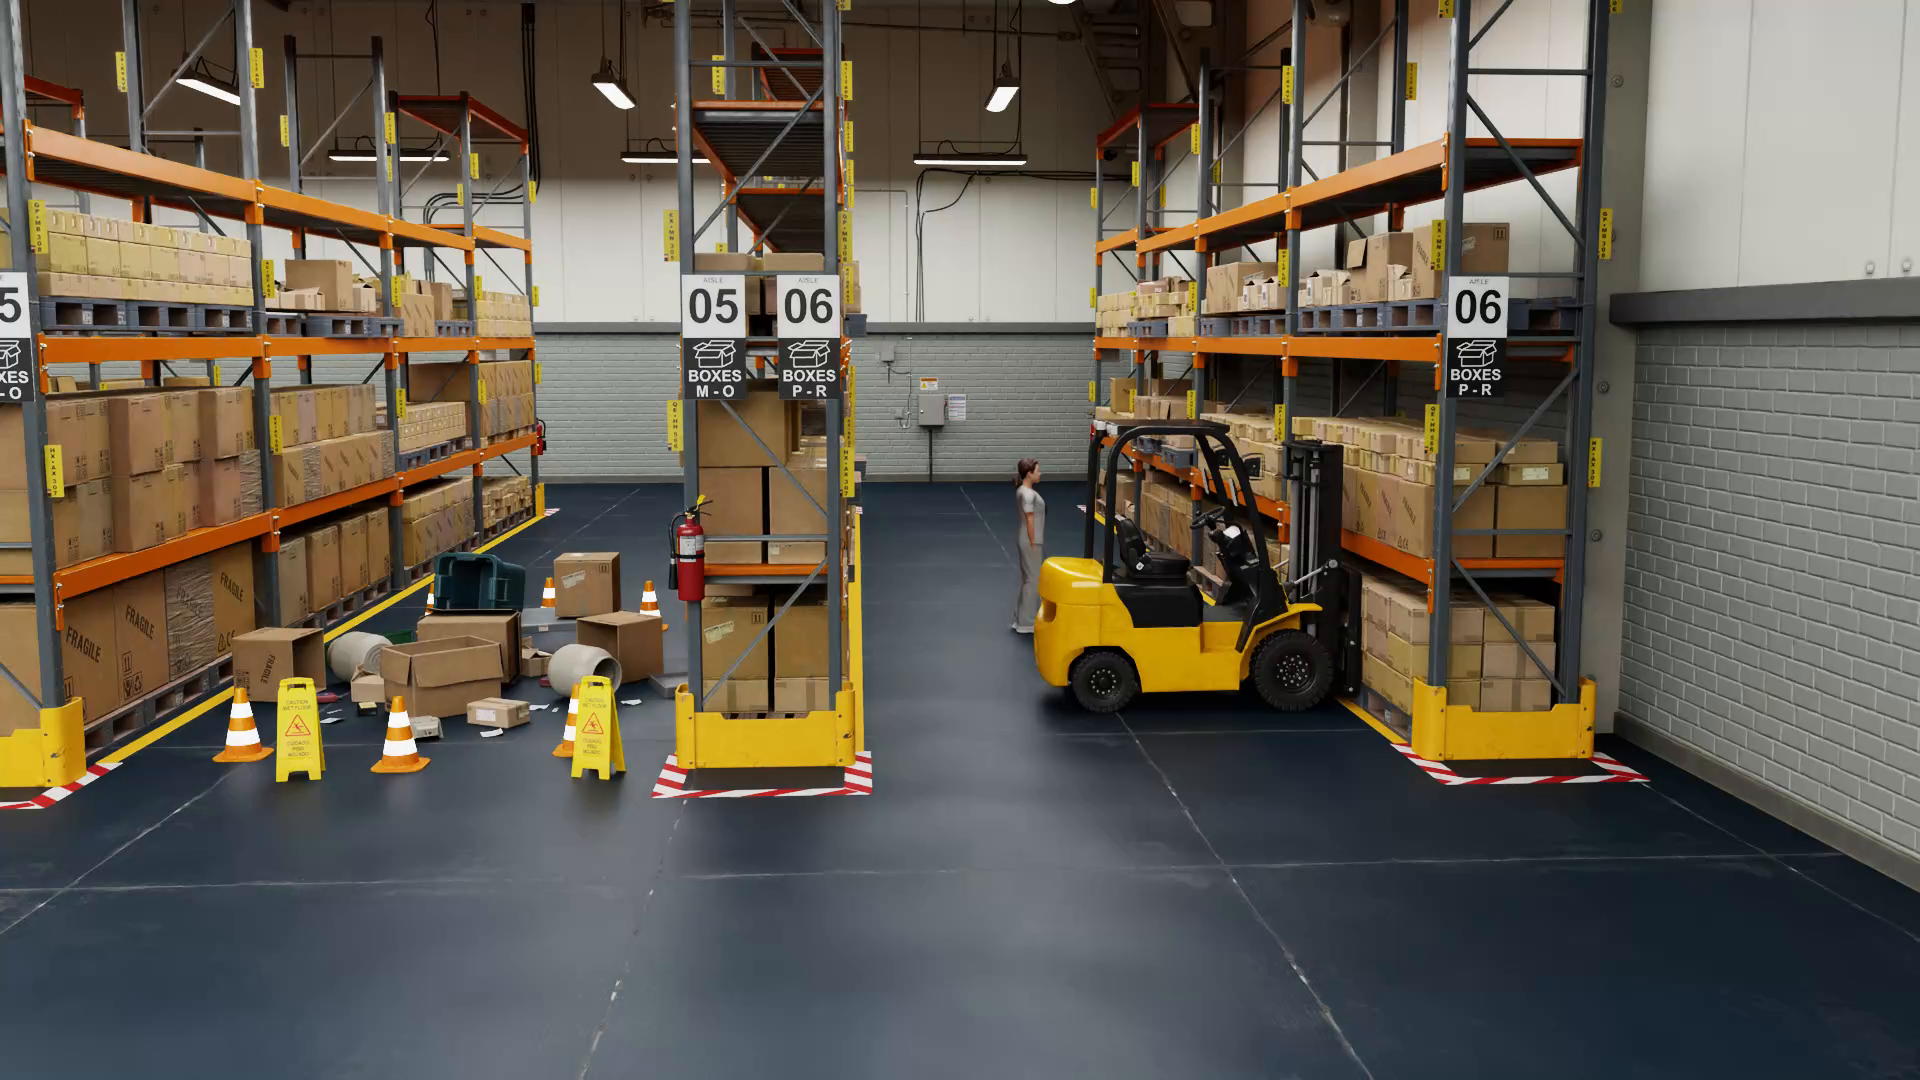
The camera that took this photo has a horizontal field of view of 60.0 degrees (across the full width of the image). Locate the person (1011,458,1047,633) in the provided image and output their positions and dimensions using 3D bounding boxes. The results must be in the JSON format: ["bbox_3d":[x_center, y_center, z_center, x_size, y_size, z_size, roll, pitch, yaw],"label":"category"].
[{"bbox_3d":[0.659,0.053,15.912,0.362,1.683,0.436,0,7,-2],"label":"person"}]
